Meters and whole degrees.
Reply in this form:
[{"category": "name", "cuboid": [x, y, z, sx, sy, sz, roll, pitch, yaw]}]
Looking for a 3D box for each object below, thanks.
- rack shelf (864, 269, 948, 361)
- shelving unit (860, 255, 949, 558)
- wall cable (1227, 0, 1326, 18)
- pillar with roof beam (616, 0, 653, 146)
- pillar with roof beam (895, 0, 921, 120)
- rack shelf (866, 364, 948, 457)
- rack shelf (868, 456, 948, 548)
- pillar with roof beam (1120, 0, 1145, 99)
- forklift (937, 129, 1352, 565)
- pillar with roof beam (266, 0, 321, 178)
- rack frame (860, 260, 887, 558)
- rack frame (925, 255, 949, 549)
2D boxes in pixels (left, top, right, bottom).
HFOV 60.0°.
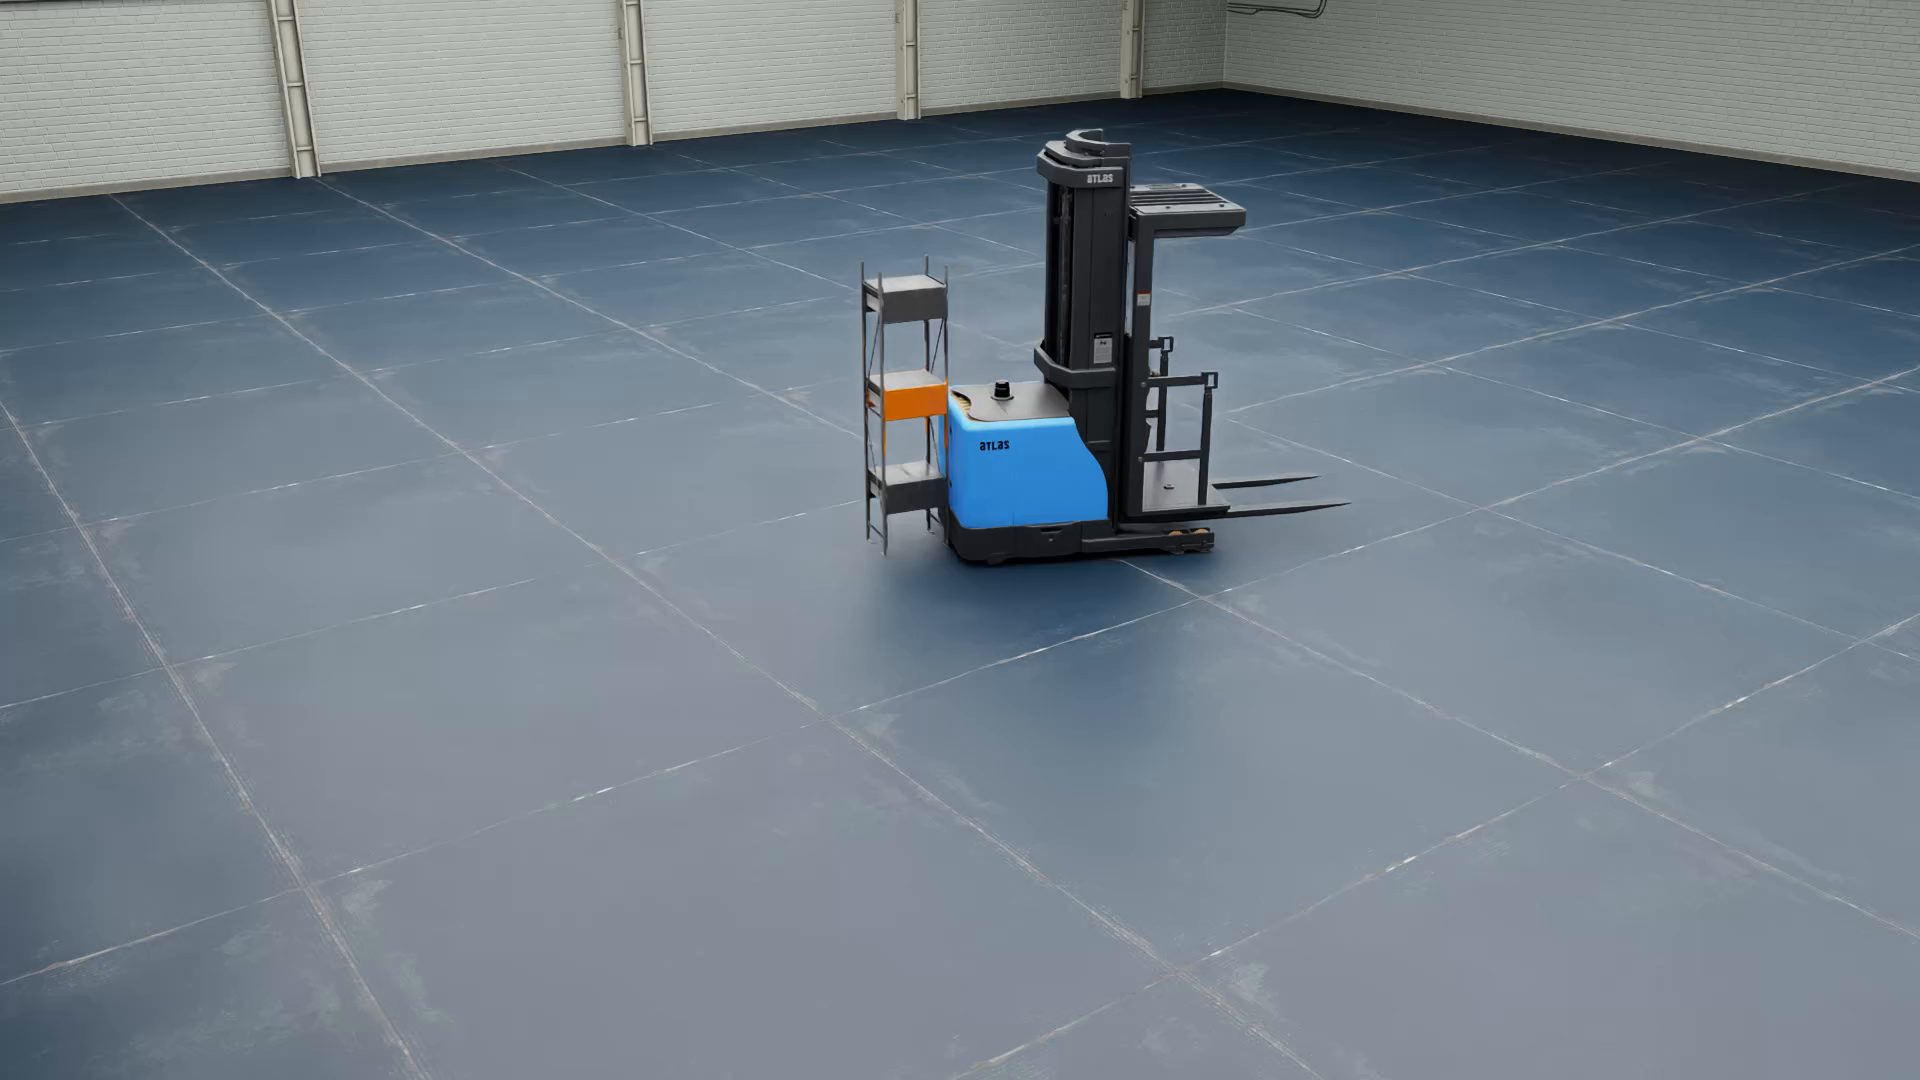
[{"category": "rack shelf", "cuboid": [-0.389, -1.583, 11.679, 0.480, 0.518, 0.431, -9, 23, -21]}, {"category": "shelving unit", "cuboid": [-0.389, -0.946, 11.934, 0.503, 2.100, 0.431, -9, 23, -21]}, {"category": "wall cable", "cuboid": [6.984, -12.885, 36.735, 0.112, 2.526, 3.097, -15, 26, -33]}, {"category": "pillar with roof beam", "cuboid": [-3.407, -10.195, 25.804, 0.400, 9.000, 9.100, -15, 26, -33]}, {"category": "pillar with roof beam", "cuboid": [1.464, -11.494, 29.058, 0.400, 9.000, 9.100, -15, 26, -33]}, {"category": "rack shelf", "cuboid": [-0.389, -0.933, 11.939, 0.480, 0.518, 0.431, -9, 23, -21]}, {"category": "rack shelf", "cuboid": [-0.389, -0.283, 12.198, 0.480, 0.518, 0.431, -9, 23, -21]}, {"category": "pillar with roof beam", "cuboid": [6.334, -12.792, 32.313, 0.400, 9.000, 9.100, -15, 26, -33]}, {"category": "forklift", "cuboid": [1.397, -1.444, 12.061, 3.031, 2.935, 1.130, -4, 22, -11]}, {"category": "pillar with roof beam", "cuboid": [-8.277, -8.896, 22.549, 0.400, 9.000, 9.100, -15, 26, -33]}, {"category": "rack frame", "cuboid": [-0.614, -0.911, 11.847, 0.015, 2.100, 0.400, -9, 23, -21]}, {"category": "rack frame", "cuboid": [-0.164, -0.981, 12.021, 0.015, 2.100, 0.400, -9, 23, -21]}]
